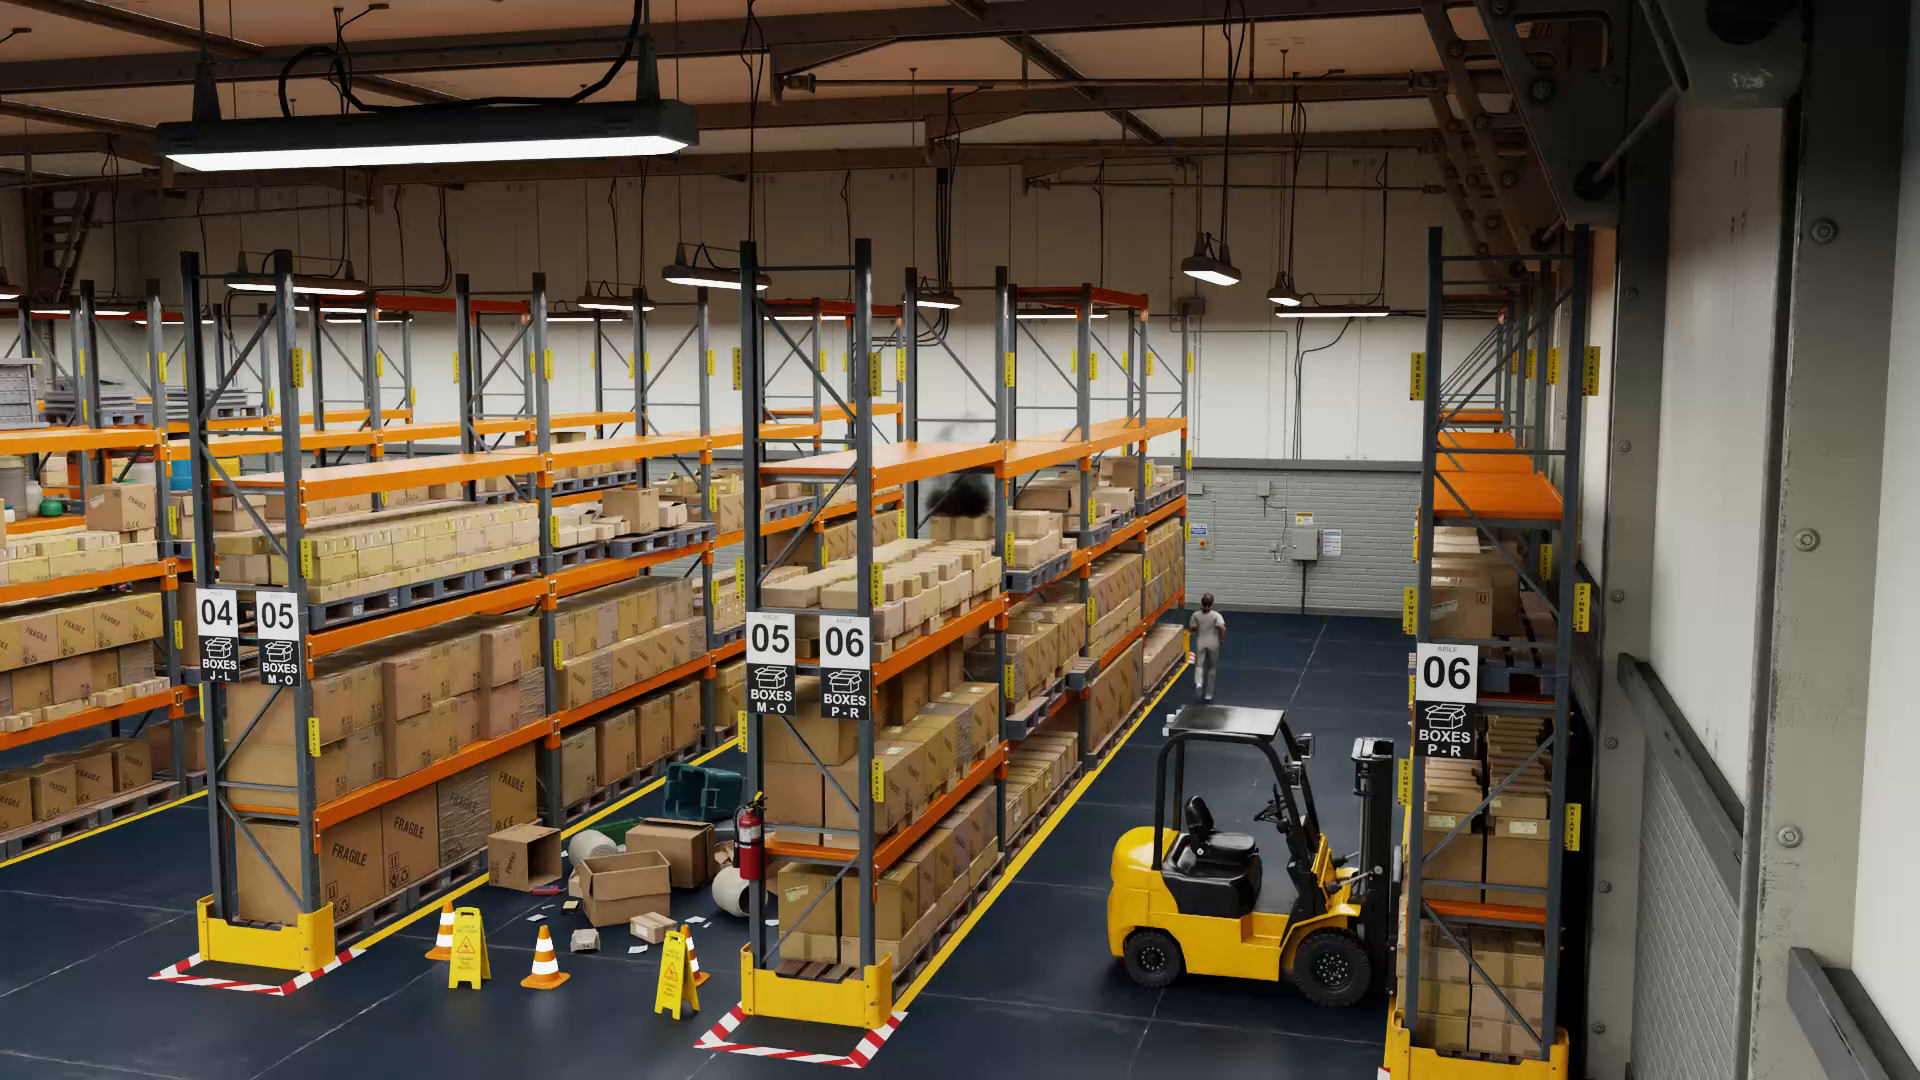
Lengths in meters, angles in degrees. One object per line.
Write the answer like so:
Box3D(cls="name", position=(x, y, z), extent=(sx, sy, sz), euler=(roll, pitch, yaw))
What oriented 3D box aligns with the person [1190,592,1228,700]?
Box3D(cls="person", position=(3.739, 1.572, 24.899), extent=(0.560, 1.622, 0.577), euler=(2, 7, 13))
